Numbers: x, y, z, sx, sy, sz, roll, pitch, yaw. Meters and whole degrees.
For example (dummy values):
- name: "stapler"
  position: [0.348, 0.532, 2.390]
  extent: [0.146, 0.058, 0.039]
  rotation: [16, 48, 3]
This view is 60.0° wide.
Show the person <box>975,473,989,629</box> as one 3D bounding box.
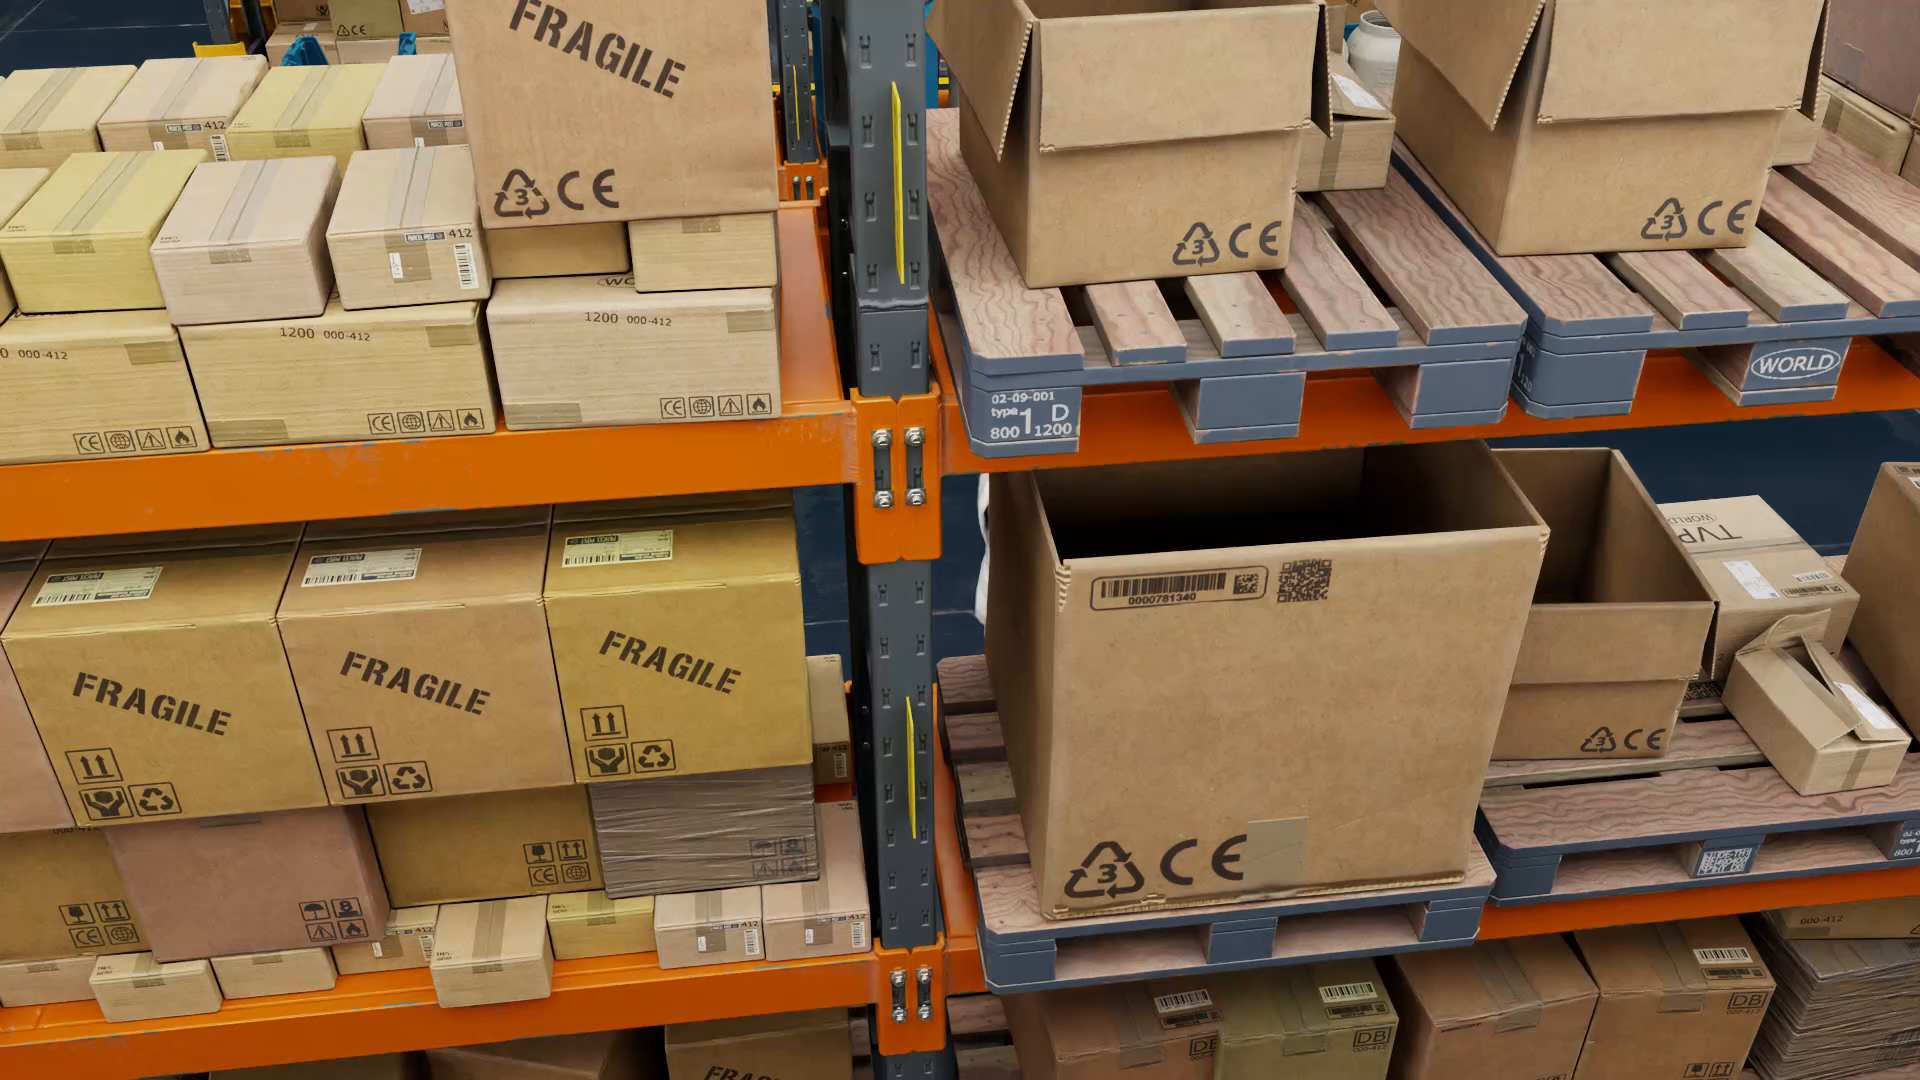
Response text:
- name: "person"
  position: [0.250, 0.213, 5.795]
  extent: [0.393, 1.786, 0.630]
  rotation: [4, 35, 5]
